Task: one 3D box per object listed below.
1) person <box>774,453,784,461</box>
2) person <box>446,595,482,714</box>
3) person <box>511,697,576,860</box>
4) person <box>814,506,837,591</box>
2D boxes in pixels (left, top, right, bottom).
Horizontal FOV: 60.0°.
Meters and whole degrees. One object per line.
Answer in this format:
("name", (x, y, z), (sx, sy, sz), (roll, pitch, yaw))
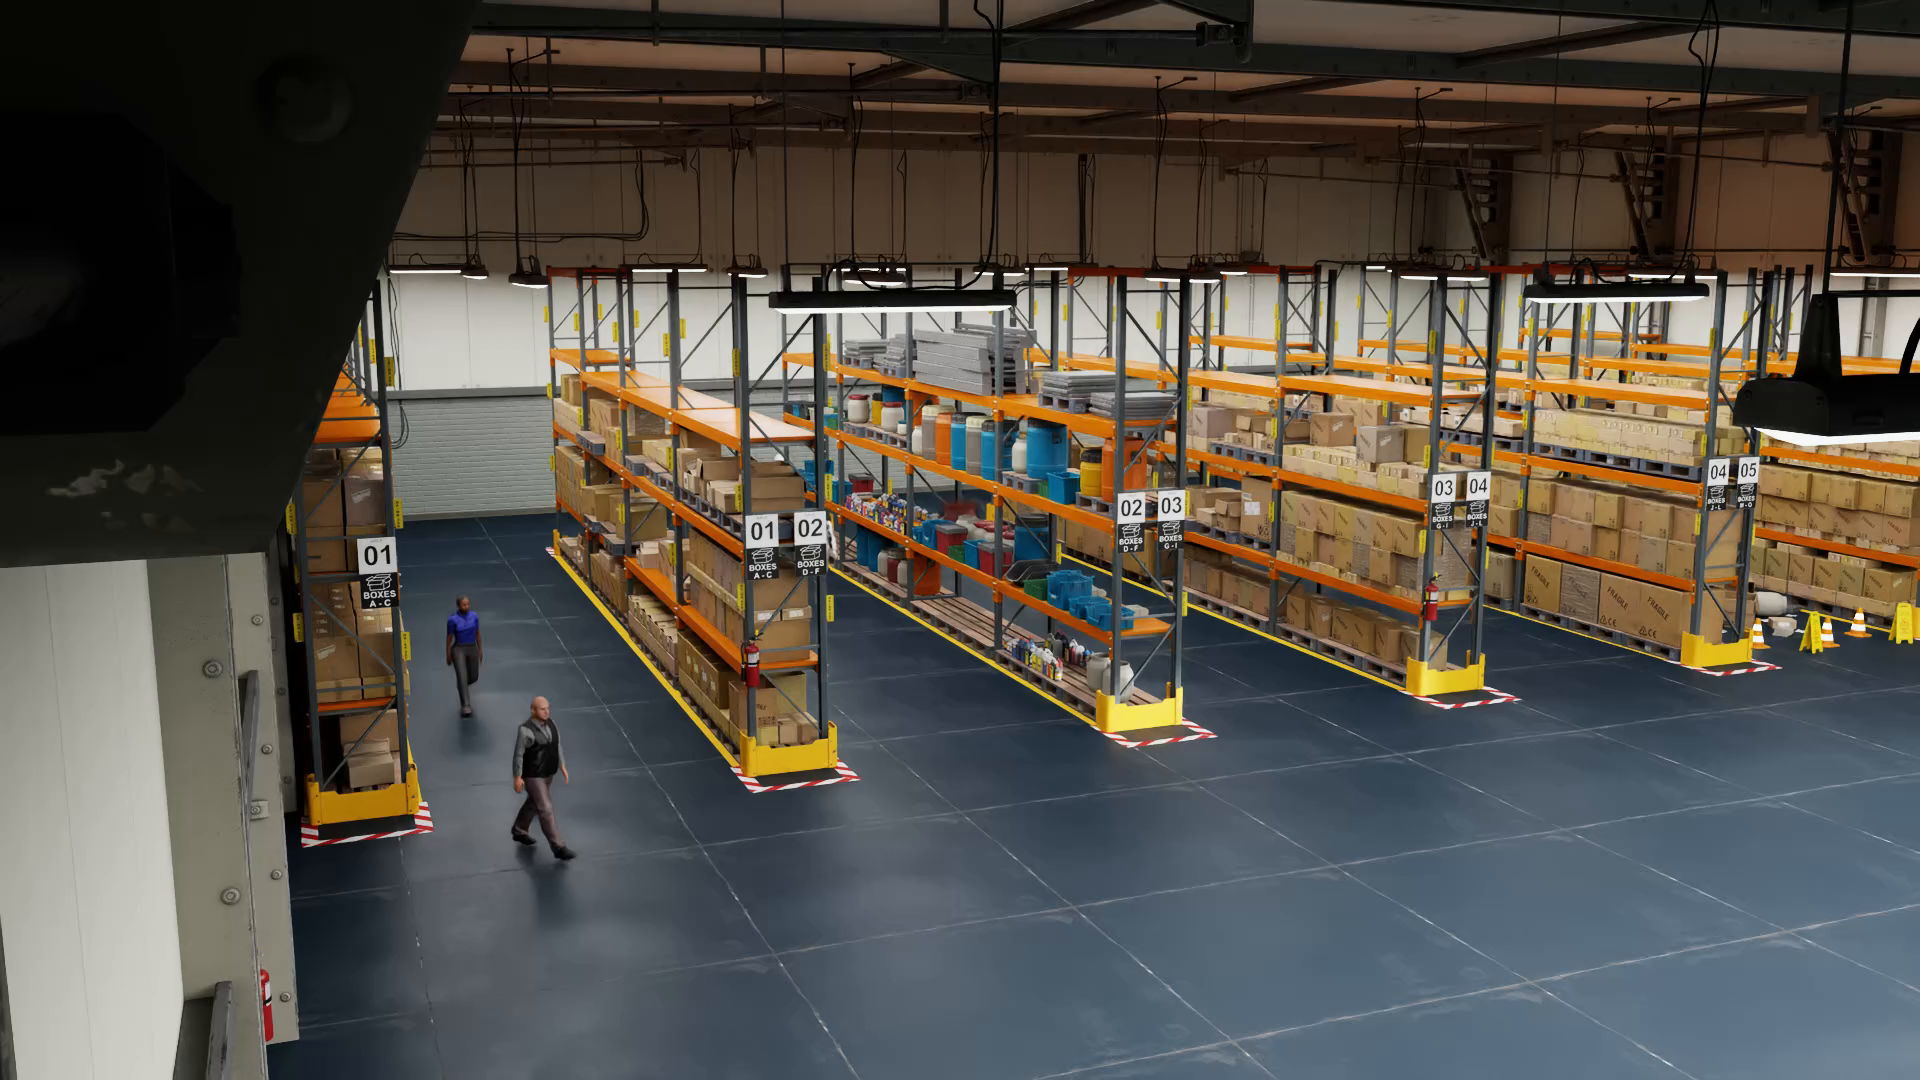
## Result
("person", (-4.064, -1.106, 37.764), (0.548, 1.765, 0.532), (-8, 13, -38))
("person", (-6.903, 1.544, 23.127), (0.479, 1.607, 0.928), (-8, 13, -38))
("person", (-4.385, 2.468, 17.533), (1.018, 1.664, 0.558), (4, 11, 21))
("person", (-2.509, 0.130, 29.959), (0.561, 1.516, 1.048), (-4, 11, -20))
